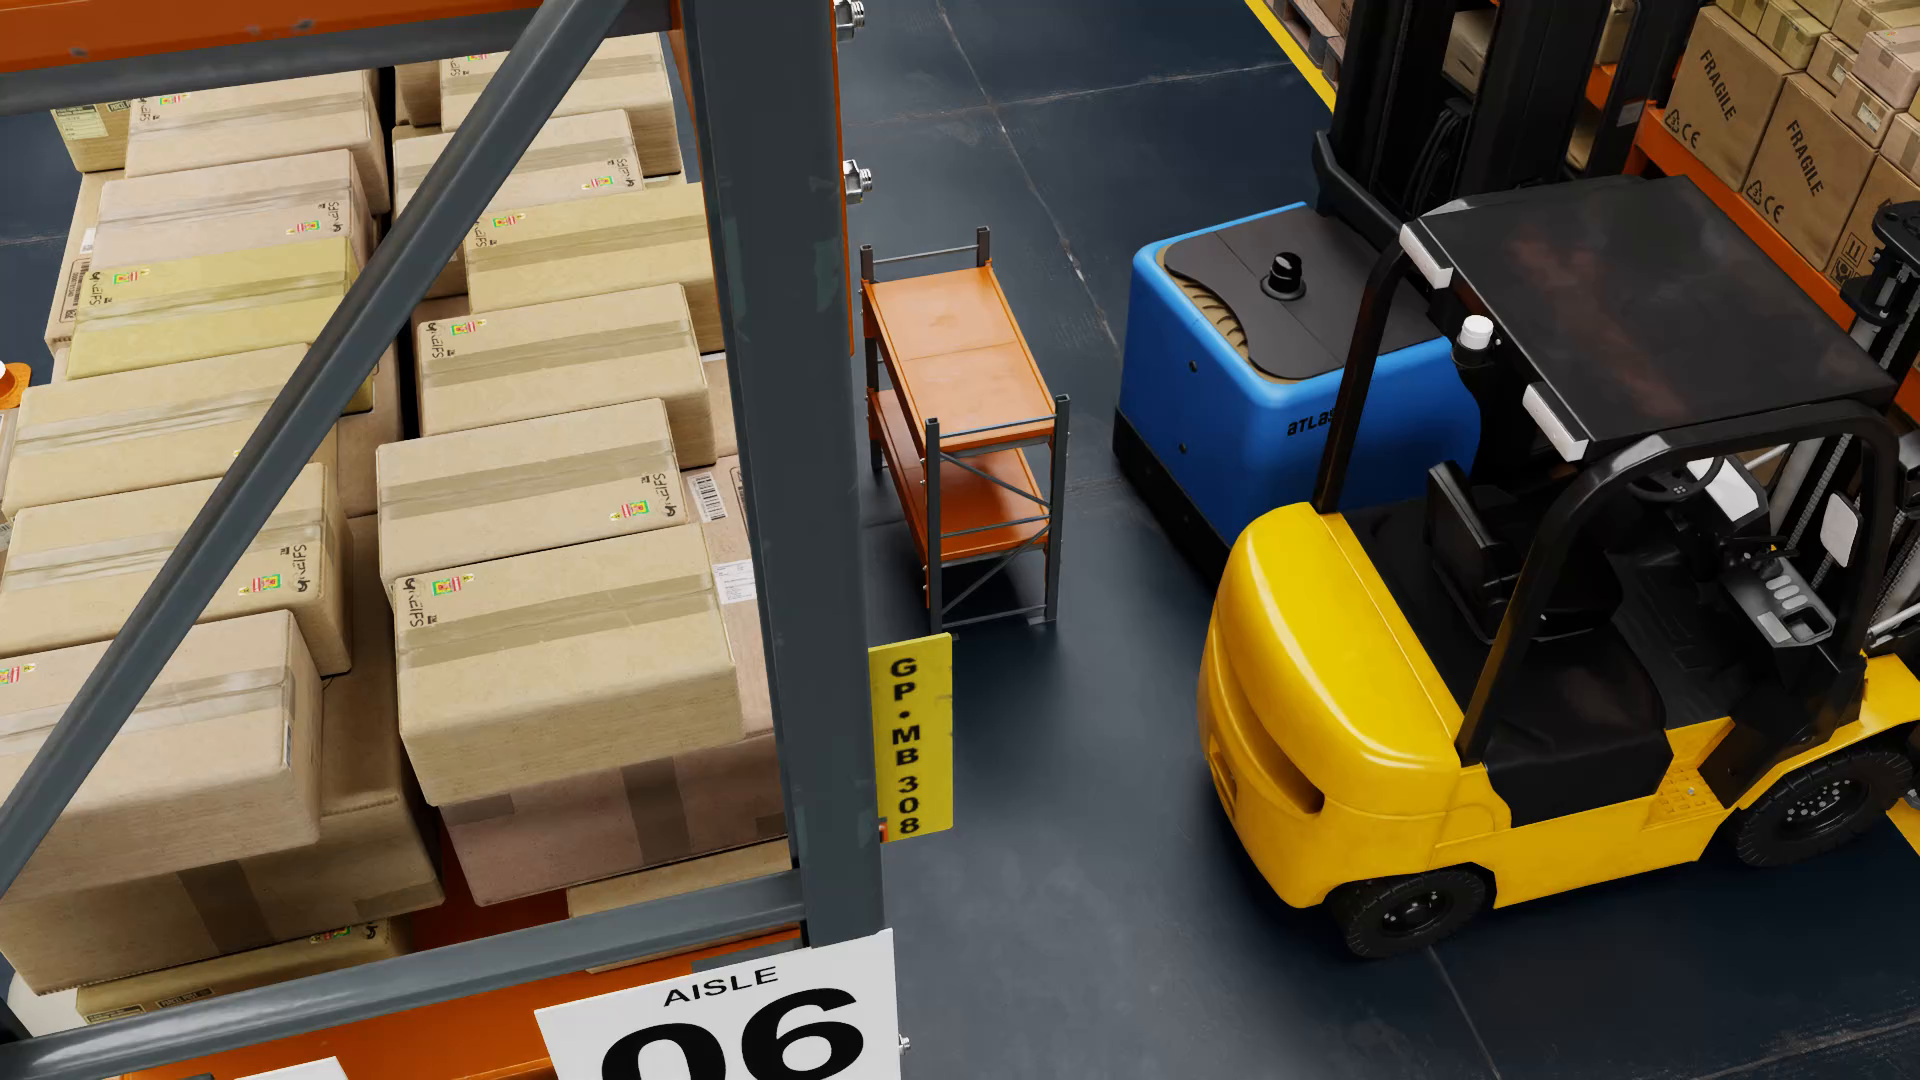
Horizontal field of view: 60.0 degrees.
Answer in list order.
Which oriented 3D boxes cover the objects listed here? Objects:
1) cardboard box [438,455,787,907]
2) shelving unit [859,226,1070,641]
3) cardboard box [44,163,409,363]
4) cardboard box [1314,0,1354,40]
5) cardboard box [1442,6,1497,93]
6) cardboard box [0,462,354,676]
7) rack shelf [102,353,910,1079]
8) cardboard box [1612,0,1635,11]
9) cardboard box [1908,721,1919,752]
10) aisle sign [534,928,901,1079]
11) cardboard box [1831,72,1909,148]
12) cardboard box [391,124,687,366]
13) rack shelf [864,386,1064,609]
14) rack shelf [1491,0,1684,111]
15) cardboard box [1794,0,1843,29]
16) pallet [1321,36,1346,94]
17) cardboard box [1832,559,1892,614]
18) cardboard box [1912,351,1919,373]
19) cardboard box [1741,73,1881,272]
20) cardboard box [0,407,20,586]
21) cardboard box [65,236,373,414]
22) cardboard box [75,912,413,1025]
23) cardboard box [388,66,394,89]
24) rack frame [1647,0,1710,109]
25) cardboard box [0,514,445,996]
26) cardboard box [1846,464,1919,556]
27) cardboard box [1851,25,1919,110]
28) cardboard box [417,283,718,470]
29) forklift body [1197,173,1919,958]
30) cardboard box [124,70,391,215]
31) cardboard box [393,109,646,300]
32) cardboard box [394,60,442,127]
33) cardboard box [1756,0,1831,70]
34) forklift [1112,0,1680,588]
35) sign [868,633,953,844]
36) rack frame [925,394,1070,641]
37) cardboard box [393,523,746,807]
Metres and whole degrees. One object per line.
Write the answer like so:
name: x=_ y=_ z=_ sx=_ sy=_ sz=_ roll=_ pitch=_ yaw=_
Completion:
cardboard box: x=-0.453 y=0.172 z=2.278 sx=0.500 sy=0.250 sz=0.500 roll=-11 pitch=47 yaw=-11
shelving unit: x=-0.002 y=-0.398 z=6.353 sx=0.538 sy=1.125 sz=1.048 roll=-11 pitch=47 yaw=-10
cardboard box: x=-1.238 y=-0.441 z=2.878 sx=0.500 sy=0.250 sz=0.500 roll=-10 pitch=46 yaw=-9
cardboard box: x=2.489 y=-3.197 z=9.152 sx=0.875 sy=0.625 sz=0.625 roll=-9 pitch=46 yaw=-9
cardboard box: x=2.856 y=-2.214 z=8.188 sx=0.875 sy=0.625 sz=0.625 roll=-11 pitch=47 yaw=-11
cardboard box: x=-0.982 y=0.064 z=2.105 sx=0.380 sy=0.149 sz=0.250 roll=-10 pitch=46 yaw=-10
rack shelf: x=-1.093 y=-0.510 z=3.553 sx=1.077 sy=0.370 sz=4.000 roll=-11 pitch=47 yaw=-10
cardboard box: x=2.819 y=-2.417 z=6.774 sx=0.500 sy=0.250 sz=0.500 roll=-12 pitch=47 yaw=-11
cardboard box: x=3.553 y=0.616 z=5.677 sx=0.500 sy=0.250 sz=0.500 roll=-10 pitch=46 yaw=-10
aisle sign: x=-0.266 y=0.746 z=2.099 sx=0.394 sy=0.787 sz=0.004 roll=-11 pitch=47 yaw=-10
cardboard box: x=3.172 y=-1.459 z=5.555 sx=0.380 sy=0.149 sz=0.250 roll=-10 pitch=46 yaw=-9
cardboard box: x=-0.728 y=-0.530 z=2.965 sx=0.500 sy=0.250 sz=0.500 roll=-9 pitch=46 yaw=-9
rack shelf: x=-0.002 y=-0.227 z=6.527 sx=0.538 sy=0.278 sz=1.000 roll=-11 pitch=47 yaw=-10
rack shelf: x=2.680 y=-3.131 z=8.222 sx=1.077 sy=0.370 sz=4.000 roll=-11 pitch=47 yaw=-10
cardboard box: x=3.158 y=-1.933 z=5.812 sx=0.380 sy=0.149 sz=0.250 roll=-10 pitch=46 yaw=-10
pallet: x=2.650 y=-2.372 z=8.927 sx=1.003 sy=0.211 sz=1.213 roll=-11 pitch=47 yaw=-10
cardboard box: x=3.394 y=0.074 z=5.858 sx=0.500 sy=0.250 sz=0.500 roll=-11 pitch=47 yaw=-10
cardboard box: x=3.441 y=-0.626 z=5.193 sx=0.500 sy=0.500 sz=0.500 roll=-10 pitch=46 yaw=-10
cardboard box: x=3.202 y=-1.327 z=5.880 sx=0.500 sy=0.500 sz=0.500 roll=-10 pitch=46 yaw=-10
cardboard box: x=-3.318 y=-0.136 z=6.003 sx=0.500 sy=0.500 sz=0.500 roll=-11 pitch=47 yaw=-10
cardboard box: x=-1.081 y=-0.294 z=2.455 sx=0.380 sy=0.149 sz=0.250 roll=-10 pitch=46 yaw=-10
cardboard box: x=-0.943 y=0.512 z=2.223 sx=0.380 sy=0.149 sz=0.250 roll=-11 pitch=47 yaw=-10
cardboard box: x=-1.501 y=-1.137 z=3.561 sx=0.500 sy=0.250 sz=0.500 roll=-10 pitch=46 yaw=-10
rack frame: x=3.192 y=-2.002 z=6.612 sx=1.000 sy=3.000 sz=0.127 roll=-11 pitch=47 yaw=-10
cardboard box: x=-0.973 y=0.264 z=2.188 sx=0.500 sy=0.250 sz=0.500 roll=-11 pitch=47 yaw=-11
cardboard box: x=3.399 y=-0.085 z=5.665 sx=0.500 sy=0.250 sz=0.500 roll=-12 pitch=47 yaw=-11
cardboard box: x=3.182 y=-1.559 z=5.445 sx=0.380 sy=0.149 sz=0.250 roll=-10 pitch=46 yaw=-9
cardboard box: x=-0.560 y=-0.209 z=2.372 sx=0.380 sy=0.149 sz=0.250 roll=-11 pitch=47 yaw=-10
forklift body: x=1.967 y=0.081 z=5.165 sx=2.313 sy=2.155 sz=1.214 roll=-11 pitch=47 yaw=-10
cardboard box: x=-1.178 y=-0.649 z=2.803 sx=0.380 sy=0.149 sz=0.250 roll=-12 pitch=47 yaw=-11
cardboard box: x=-0.708 y=-0.550 z=2.706 sx=0.380 sy=0.149 sz=0.250 roll=-11 pitch=47 yaw=-11
cardboard box: x=-0.835 y=-0.911 z=3.060 sx=0.380 sy=0.149 sz=0.250 roll=-10 pitch=46 yaw=-9
cardboard box: x=3.087 y=-1.818 z=5.907 sx=0.380 sy=0.149 sz=0.250 roll=-10 pitch=46 yaw=-9
forklift: x=2.204 y=-1.513 z=6.181 sx=3.031 sy=2.935 sz=1.130 roll=-18 pitch=48 yaw=-17
sign: x=-0.057 y=0.214 z=1.728 sx=0.100 sy=0.325 sz=0.005 roll=-11 pitch=47 yaw=-10
rack frame: x=0.128 y=-0.047 z=6.009 sx=0.500 sy=1.125 sz=0.032 roll=-11 pitch=47 yaw=-10
cardboard box: x=-0.475 y=0.146 z=2.024 sx=0.380 sy=0.149 sz=0.250 roll=-11 pitch=47 yaw=-11
